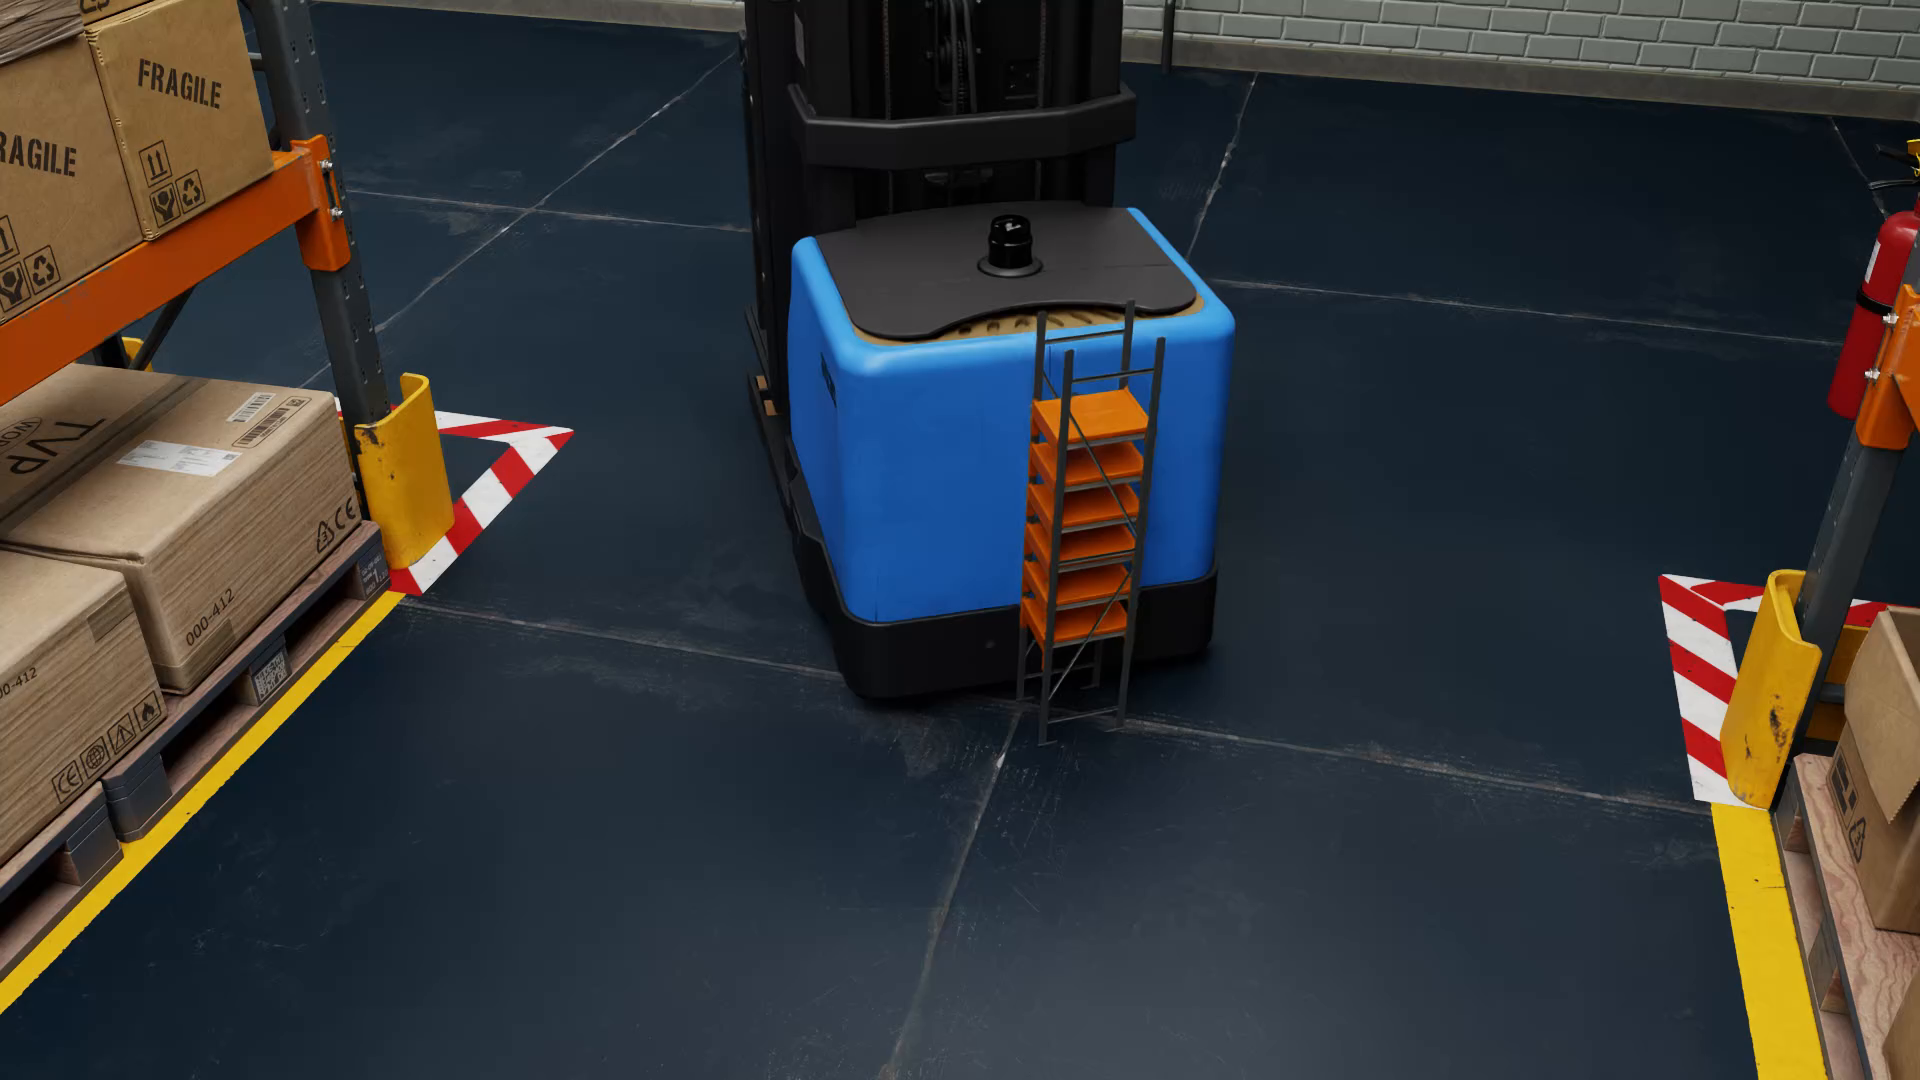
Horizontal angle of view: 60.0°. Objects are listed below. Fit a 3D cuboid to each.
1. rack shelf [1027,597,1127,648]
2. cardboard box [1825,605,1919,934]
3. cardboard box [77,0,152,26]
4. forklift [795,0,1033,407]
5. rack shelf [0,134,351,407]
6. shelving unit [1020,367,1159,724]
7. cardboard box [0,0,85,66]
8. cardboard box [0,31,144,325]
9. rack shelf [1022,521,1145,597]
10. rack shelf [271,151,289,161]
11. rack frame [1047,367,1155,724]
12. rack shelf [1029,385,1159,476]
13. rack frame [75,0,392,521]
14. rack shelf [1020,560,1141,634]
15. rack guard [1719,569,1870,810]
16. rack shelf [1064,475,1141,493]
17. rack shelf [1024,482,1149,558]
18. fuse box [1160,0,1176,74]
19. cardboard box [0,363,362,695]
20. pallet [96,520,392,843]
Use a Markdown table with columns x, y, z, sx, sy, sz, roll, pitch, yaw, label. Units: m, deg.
| x | y | z | sx | sy | sz | roll | pitch | yaw | label |
| --- | --- | --- | --- | --- | --- | --- | --- | --- | --- |
| 0.302 | 0.198 | 4.287 | 0.221 | 0.034 | 0.171 | -9 | 38 | -14 | rack shelf |
| 2.334 | 0.533 | 3.552 | 0.797 | 0.503 | 0.637 | 7 | 33 | 10 | cardboard box |
| -2.113 | -1.503 | 3.794 | 0.500 | 0.500 | 0.500 | 9 | 34 | 14 | cardboard box |
| -15.003 | -4.391 | 3.769 | 29.840 | 9.000 | 10.637 | -7 | 33 | -11 | forklift |
| -2.729 | 0.020 | 3.094 | 1.077 | 0.370 | 4.000 | 8 | 33 | 12 | rack shelf |
| 0.308 | -0.007 | 4.133 | 0.258 | 1.046 | 0.183 | -9 | 38 | -14 | shelving unit |
| -2.217 | -1.228 | 3.361 | 0.500 | 0.500 | 0.500 | 8 | 33 | 13 | cardboard box |
| -2.229 | -0.819 | 3.650 | 0.500 | 0.500 | 0.500 | 7 | 33 | 11 | cardboard box |
| 0.307 | 0.027 | 4.161 | 0.258 | 0.103 | 0.180 | -9 | 38 | -14 | rack shelf |
| -5.135 | -2.371 | 2.261 | 5.869 | 4.714 | 3.910 | 8 | 33 | 12 | rack shelf |
| 0.335 | 0.044 | 4.064 | 0.228 | 1.046 | 0.002 | -9 | 38 | -14 | rack frame |
| 0.314 | -0.262 | 3.946 | 0.258 | 0.103 | 0.180 | -9 | 38 | -14 | rack shelf |
| -2.221 | -1.322 | 4.533 | 1.000 | 3.000 | 0.127 | 8 | 33 | 12 | rack frame |
| 0.304 | 0.124 | 4.232 | 0.258 | 0.103 | 0.180 | -9 | 38 | -14 | rack shelf |
| 2.562 | 0.446 | 4.082 | 1.175 | 0.500 | 0.348 | 8 | 33 | 12 | rack guard |
| 0.312 | -0.181 | 4.006 | 0.199 | 0.020 | 0.166 | -9 | 38 | -14 | rack shelf |
| 0.309 | -0.069 | 4.089 | 0.258 | 0.103 | 0.180 | -9 | 38 | -14 | rack shelf |
| 1.182 | -3.346 | 8.918 | 0.539 | 1.711 | 0.414 | 8 | 33 | 12 | fuse box |
| -2.292 | -0.062 | 4.548 | 0.875 | 0.438 | 0.875 | 7 | 33 | 11 | cardboard box |
| -2.348 | 0.280 | 4.612 | 1.003 | 0.211 | 1.213 | 8 | 33 | 12 | pallet |
